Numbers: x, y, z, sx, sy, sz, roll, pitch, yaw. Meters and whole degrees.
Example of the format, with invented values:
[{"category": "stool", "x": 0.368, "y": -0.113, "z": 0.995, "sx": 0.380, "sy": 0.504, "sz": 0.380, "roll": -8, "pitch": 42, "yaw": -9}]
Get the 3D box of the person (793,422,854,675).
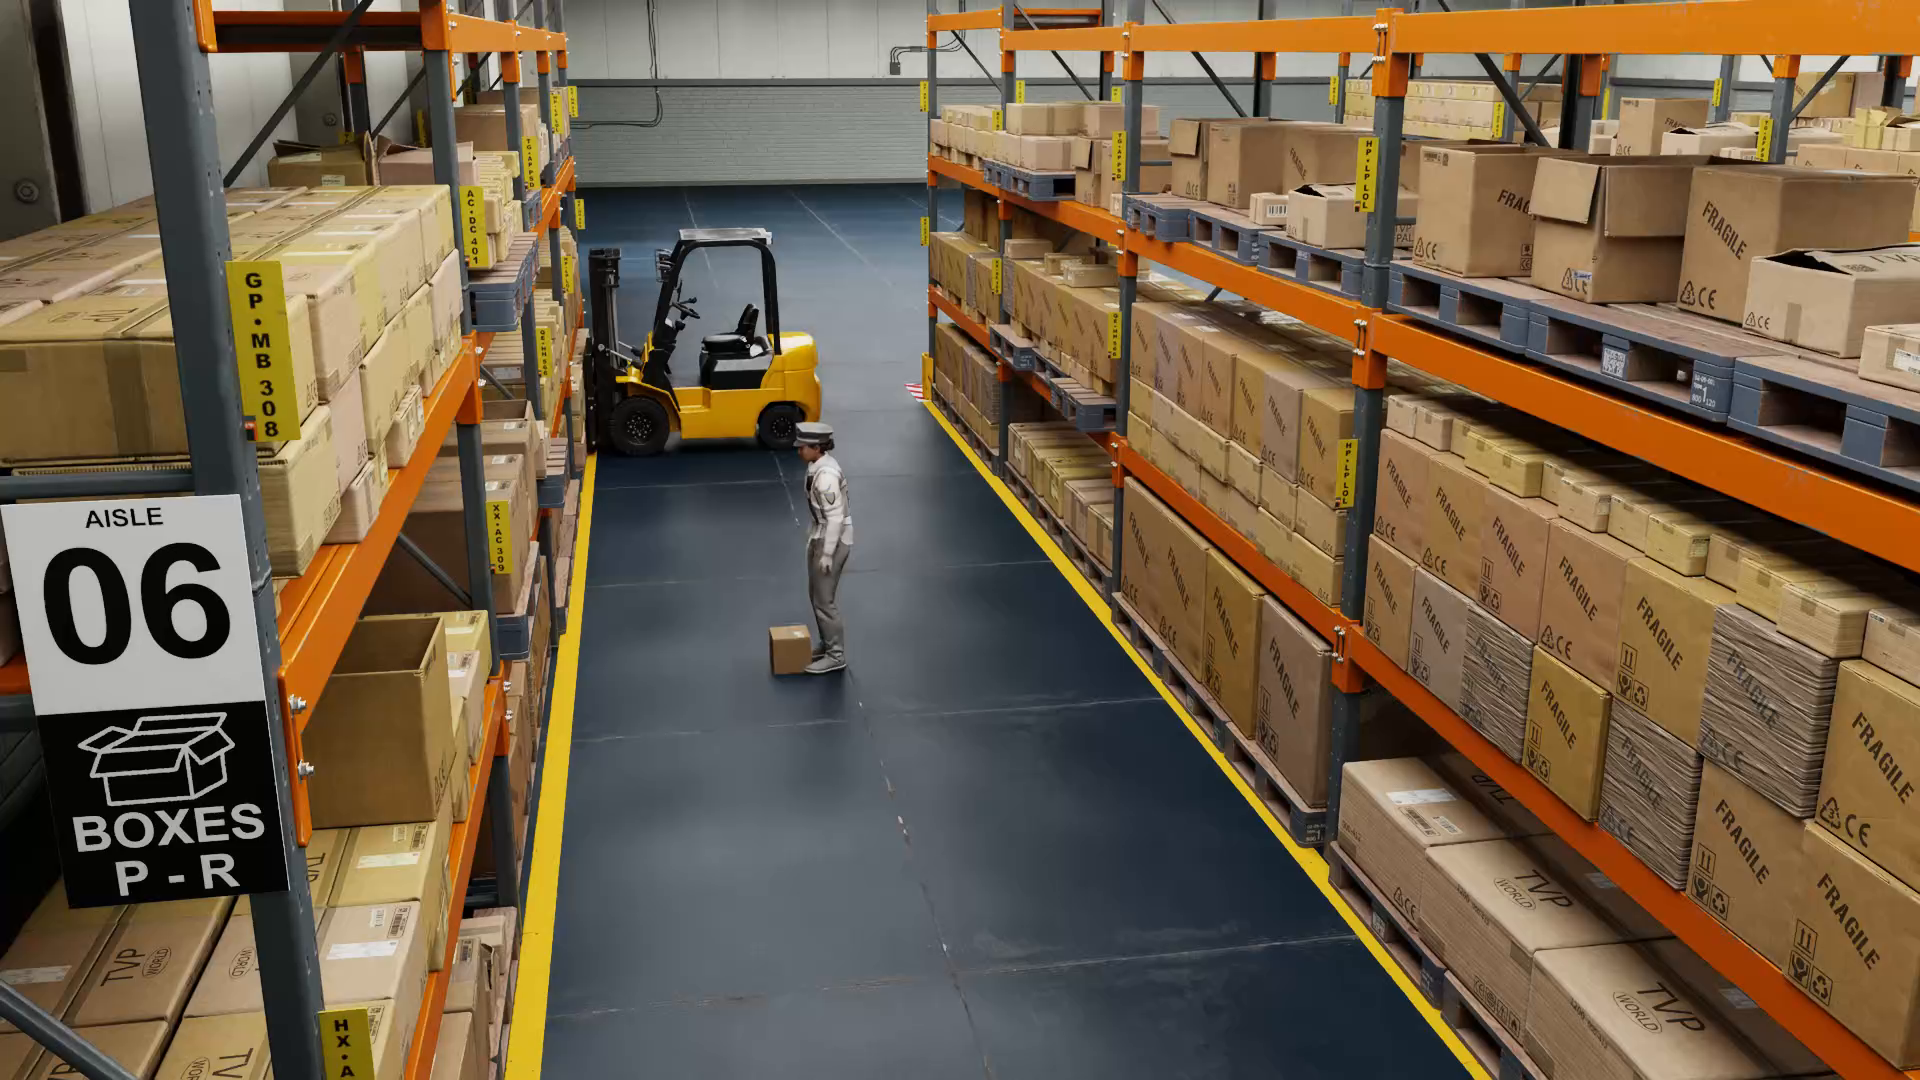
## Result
[{"category": "person", "x": -0.890, "y": 0.040, "z": 10.899, "sx": 0.375, "sy": 1.662, "sz": 0.527, "roll": -4, "pitch": 17, "yaw": -13}]
